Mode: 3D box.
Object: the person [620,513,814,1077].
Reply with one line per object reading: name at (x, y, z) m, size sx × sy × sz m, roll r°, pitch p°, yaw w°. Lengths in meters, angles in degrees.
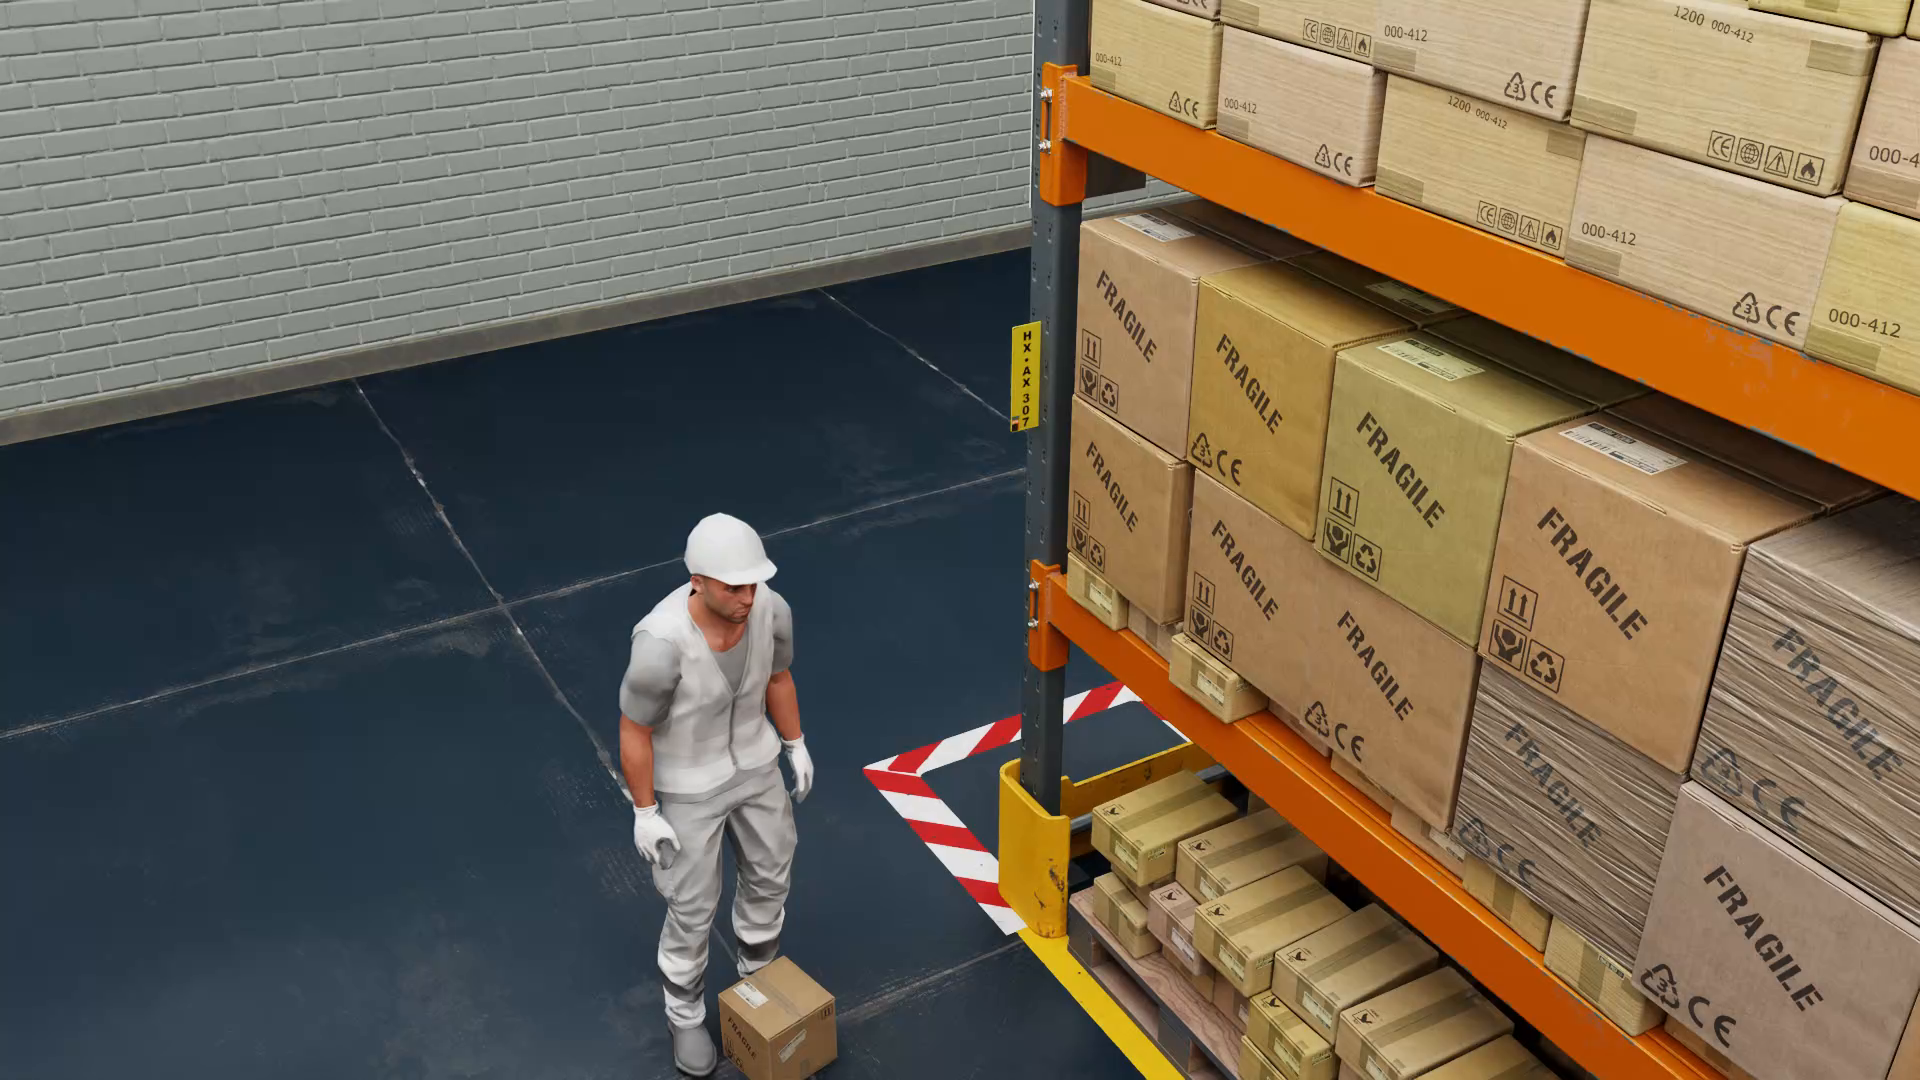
person at (-0.683, 0.710, 4.816) m, size 0.612 × 1.778 × 0.451 m, roll -22°, pitch 36°, yaw -35°
